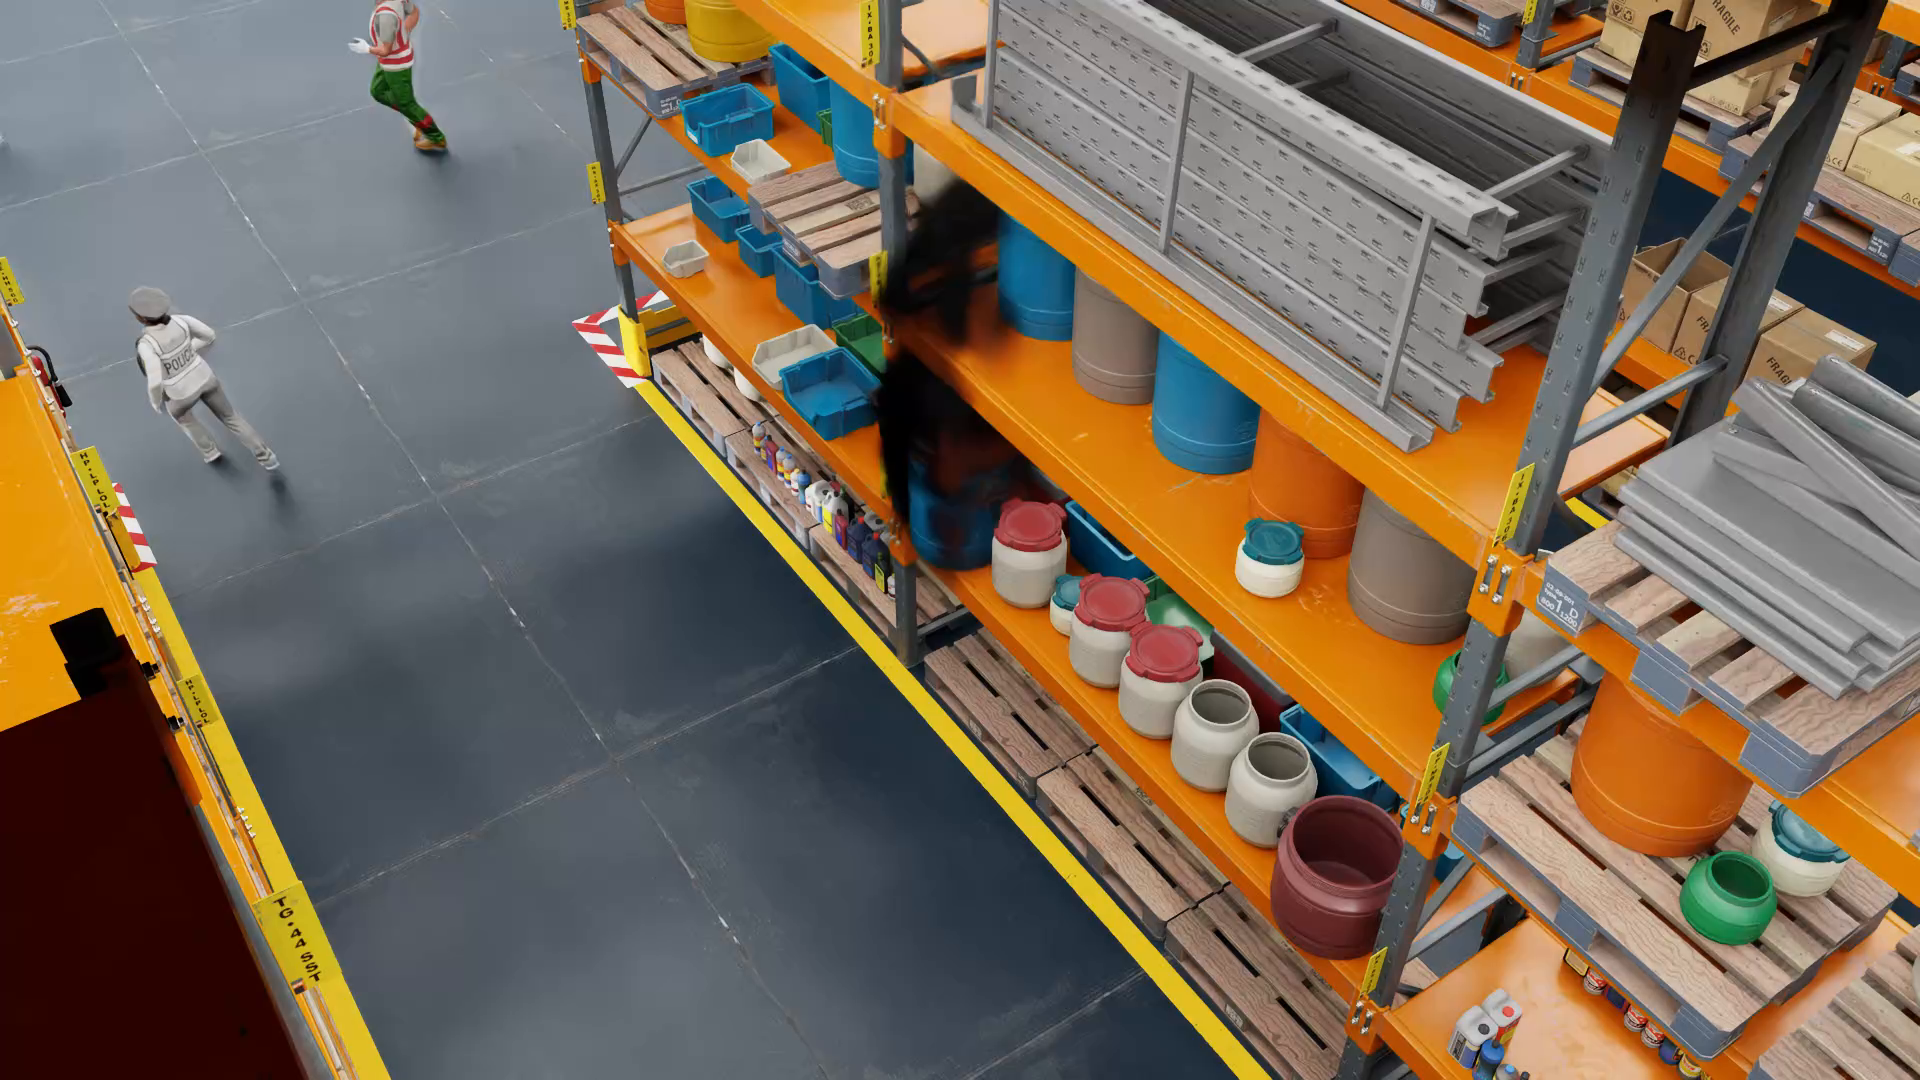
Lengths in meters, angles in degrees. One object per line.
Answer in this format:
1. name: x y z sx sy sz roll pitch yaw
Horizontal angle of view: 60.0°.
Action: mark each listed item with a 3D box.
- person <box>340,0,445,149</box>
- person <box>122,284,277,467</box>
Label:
1. person: -5.237 -4.366 15.186 0.698 1.779 0.644 -9 43 -10
2. person: -5.461 -1.090 11.710 0.821 1.707 0.635 24 48 24
